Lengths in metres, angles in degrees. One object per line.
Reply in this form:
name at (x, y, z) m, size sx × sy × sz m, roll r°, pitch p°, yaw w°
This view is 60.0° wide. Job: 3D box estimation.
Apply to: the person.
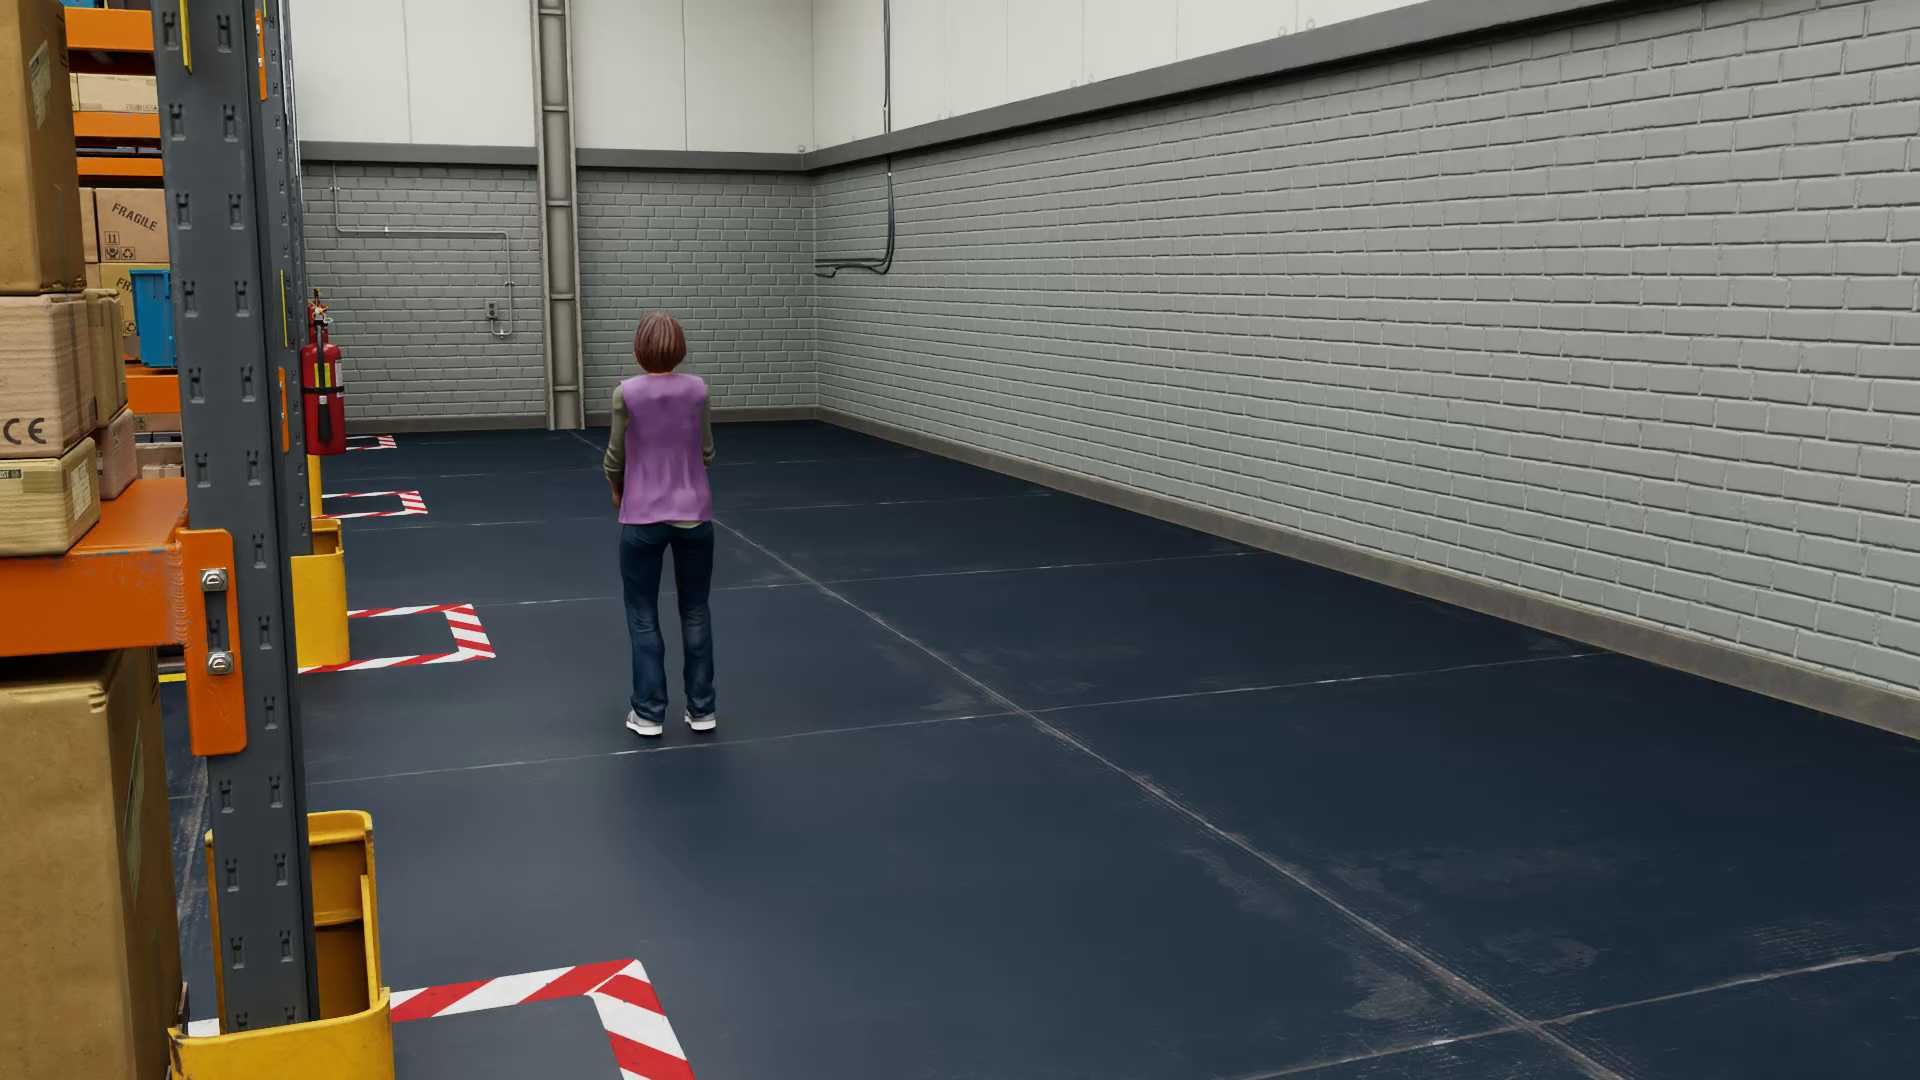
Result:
person at (-1.140, -0.067, 6.335) m, size 0.419 × 1.586 × 0.492 m, roll -4°, pitch 10°, yaw -21°
